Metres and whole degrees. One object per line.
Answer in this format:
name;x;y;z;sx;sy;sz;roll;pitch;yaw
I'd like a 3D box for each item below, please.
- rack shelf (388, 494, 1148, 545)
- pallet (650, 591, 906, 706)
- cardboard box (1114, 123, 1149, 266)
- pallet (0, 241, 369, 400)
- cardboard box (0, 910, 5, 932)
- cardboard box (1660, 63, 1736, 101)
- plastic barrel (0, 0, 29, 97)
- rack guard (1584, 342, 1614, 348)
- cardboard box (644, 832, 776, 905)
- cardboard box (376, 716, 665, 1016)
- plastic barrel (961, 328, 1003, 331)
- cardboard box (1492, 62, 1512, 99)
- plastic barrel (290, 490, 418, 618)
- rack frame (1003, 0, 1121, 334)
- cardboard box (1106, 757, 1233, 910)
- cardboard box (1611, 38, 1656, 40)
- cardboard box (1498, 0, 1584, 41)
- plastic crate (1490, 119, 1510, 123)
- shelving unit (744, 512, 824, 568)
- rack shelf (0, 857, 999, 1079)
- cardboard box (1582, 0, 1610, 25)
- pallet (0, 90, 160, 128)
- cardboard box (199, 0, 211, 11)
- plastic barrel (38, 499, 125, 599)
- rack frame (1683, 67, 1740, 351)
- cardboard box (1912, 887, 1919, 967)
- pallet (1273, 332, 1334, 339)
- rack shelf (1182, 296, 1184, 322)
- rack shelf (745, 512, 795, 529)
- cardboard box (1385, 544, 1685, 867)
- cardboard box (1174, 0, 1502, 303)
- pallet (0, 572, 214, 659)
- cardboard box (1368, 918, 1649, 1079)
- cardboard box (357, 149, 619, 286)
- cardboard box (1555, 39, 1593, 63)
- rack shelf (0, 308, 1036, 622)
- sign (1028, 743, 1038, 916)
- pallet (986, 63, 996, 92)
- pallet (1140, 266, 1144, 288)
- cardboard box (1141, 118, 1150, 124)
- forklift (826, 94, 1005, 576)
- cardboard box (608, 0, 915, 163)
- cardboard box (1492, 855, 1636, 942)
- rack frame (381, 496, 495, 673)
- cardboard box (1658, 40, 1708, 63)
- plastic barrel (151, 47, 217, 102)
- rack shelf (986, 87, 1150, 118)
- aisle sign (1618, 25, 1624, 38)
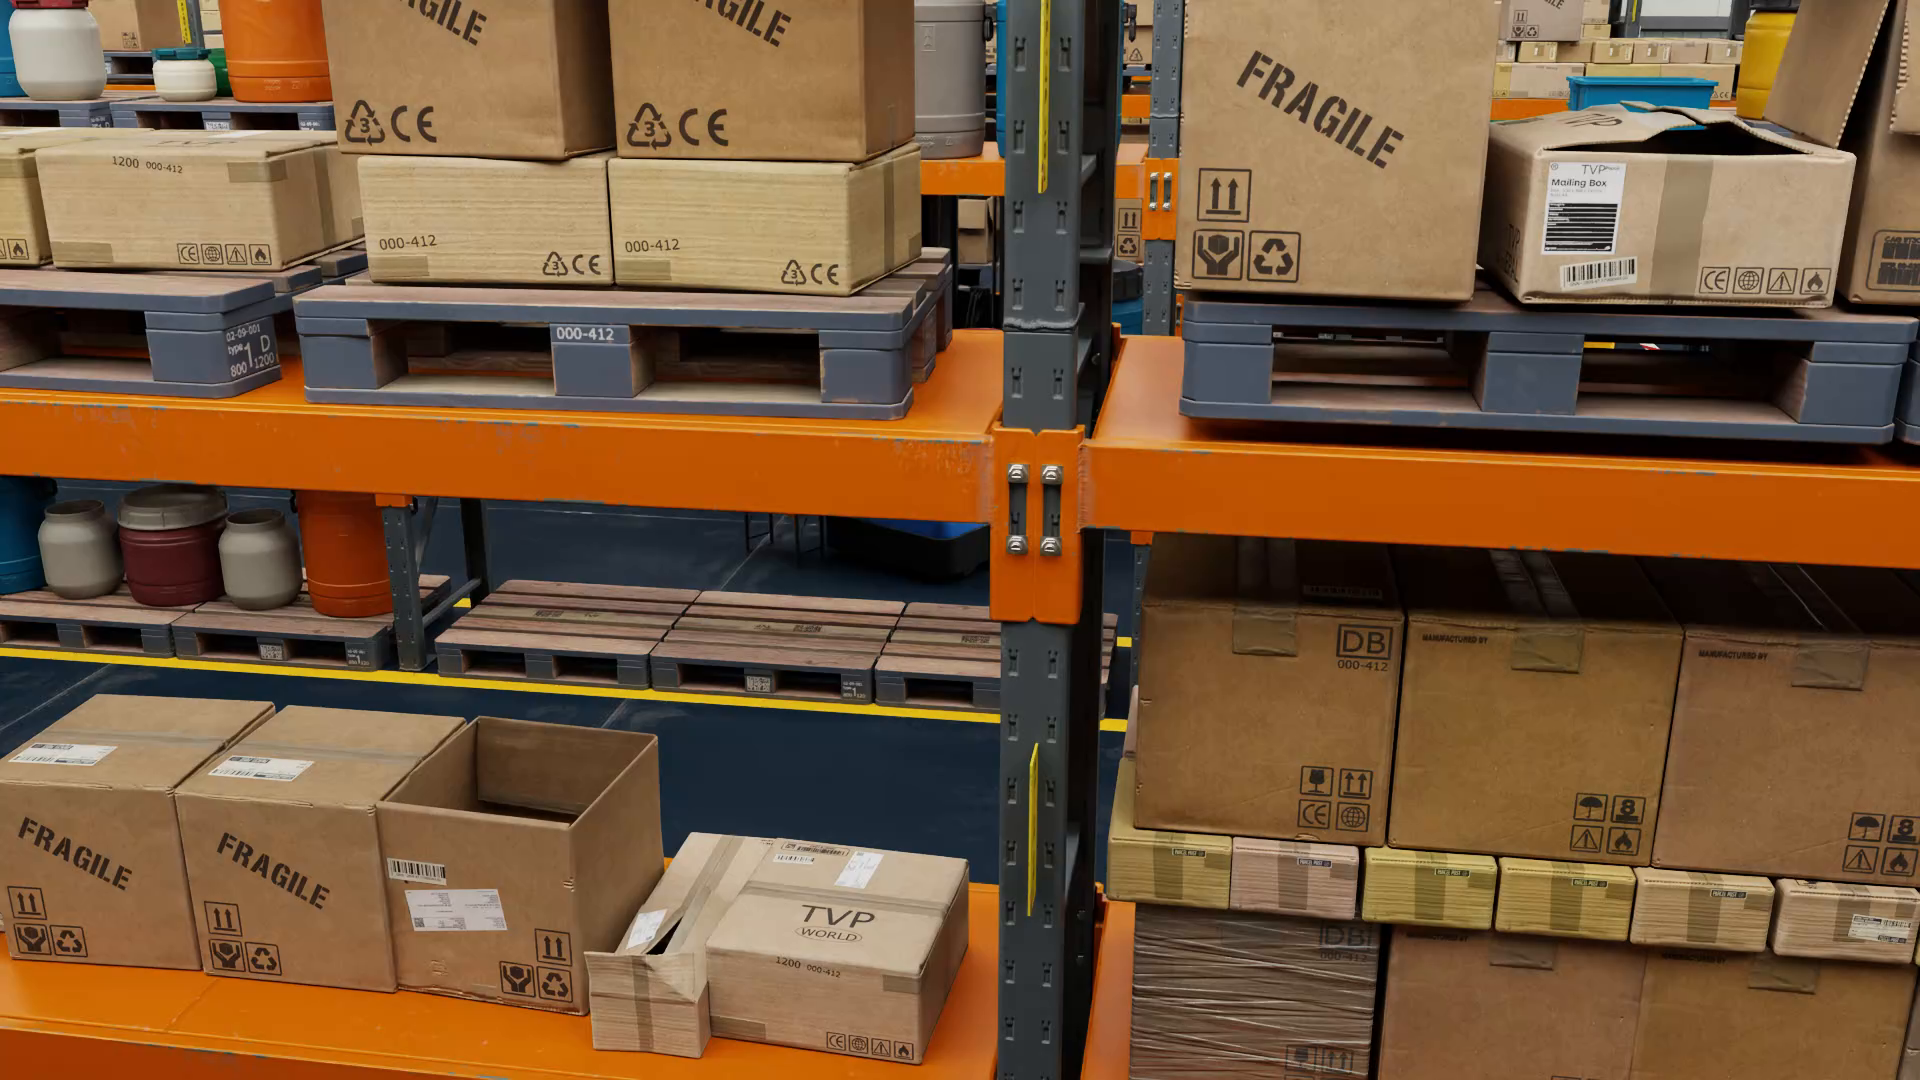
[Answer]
rack shelf;-0.968;-0.411;8.939;4.000;0.370;1.077;3;19;9
pallet;-0.983;0.582;9.230;1.213;0.211;1.003;3;19;9
cardboard box;1.030;-2.771;13.251;1.000;1.000;1.000;3;19;9
pallet;-1.943;-0.573;3.859;1.213;0.211;1.003;4;19;11
cardboard box;-2.464;0.864;4.389;0.250;0.149;0.380;4;19;13
cardboard box;5.225;-3.298;11.943;0.500;0.250;0.500;3;19;10
plastic barrel;-5.183;-2.876;8.992;0.708;0.901;0.600;3;19;9
rack guard;6.652;-2.365;17.582;0.348;0.500;1.175;3;19;9
cardboard box;-0.625;0.910;4.252;0.250;0.149;0.380;3;19;9
cardboard box;-1.058;0.782;4.081;0.500;0.500;0.500;4;19;13
plastic barrel;0.097;-0.833;8.852;0.433;0.535;0.433;0;18;0
cardboard box;3.730;-3.375;12.171;0.500;0.250;0.500;3;19;8
plastic barrel;-3.428;-0.043;9.461;0.708;0.830;0.600;3;19;9
rack frame;0.217;-1.945;2.935;0.127;3.000;1.000;3;19;9
cardboard box;0.452;0.619;3.546;0.250;0.149;0.380;3;19;9
cardboard box;4.997;-3.647;12.355;0.250;0.149;0.380;3;19;8
cardboard box;4.171;-3.849;11.938;0.500;0.500;0.500;3;19;9
plastic crate;2.521;-1.809;7.590;0.450;0.188;0.336;3;19;9
shelving unit;-1.161;-0.471;10.820;0.503;1.200;0.258;16;24;39
rack shelf;-1.757;1.140;4.302;4.000;0.370;1.077;3;19;9
cardboard box;6.101;-5.227;16.419;0.500;0.250;0.500;3;19;9
pallet;-4.982;-2.323;9.087;1.213;0.211;1.003;3;19;9
cardboard box;-8.380;-5.991;18.575;0.250;0.149;0.380;3;19;9
plastic barrel;-5.115;0.051;9.683;0.421;0.512;0.421;0;18;0
rack frame;5.742;-2.002;12.560;0.127;3.000;1.000;3;19;9
cardboard box;1.982;0.696;3.317;0.250;0.149;0.380;3;19;8
pallet;3.417;-2.367;18.046;1.213;0.211;1.003;3;19;9
rack shelf;3.767;-1.762;12.975;4.000;0.370;1.077;3;19;9
rack shelf;-1.160;-0.219;10.904;0.480;0.148;0.258;16;24;39
cardboard box;1.156;0.282;3.530;0.500;0.500;0.700;3;19;9
cardboard box;0.673;-0.728;2.984;0.500;0.500;0.500;4;19;13
pallet;-4.929;0.380;9.834;1.213;0.211;1.003;3;19;9
cardboard box;1.178;0.897;3.737;0.500;0.500;0.700;3;19;8
cardboard box;-0.932;-0.712;3.550;0.500;0.250;0.500;1;19;3
cardboard box;4.416;-3.545;12.051;0.250;0.149;0.380;3;19;9
rack shelf;-1.757;-0.282;3.826;4.000;0.370;1.077;3;19;9
sign;0.141;0.559;3.206;0.005;0.325;0.100;3;19;9
pallet;0.175;-3.653;13.061;1.003;0.211;1.213;3;19;9
pallet;1.061;-2.197;13.444;1.213;0.211;1.003;3;19;9
cardboard box;2.188;-4.297;17.685;0.500;0.500;0.700;3;19;8
forklift;0.424;-1.563;11.355;1.130;2.935;3.031;14;23;36
cardboard box;-0.385;-1.050;3.379;0.500;0.500;0.500;3;19;9
cardboard box;1.214;0.657;3.433;0.250;0.149;0.380;3;19;8
rack frame;-2.943;-0.853;9.126;0.127;3.000;1.000;3;19;9
cardboard box;5.180;-3.509;11.943;0.250;0.149;0.380;2;19;7
plastic barrel;-4.024;-2.417;8.629;0.301;0.262;0.301;0;18;0
rack shelf;-0.182;-3.386;13.101;4.000;0.370;1.077;3;19;9
aisle sign;6.746;-4.874;17.047;0.004;0.787;0.394;3;19;9
